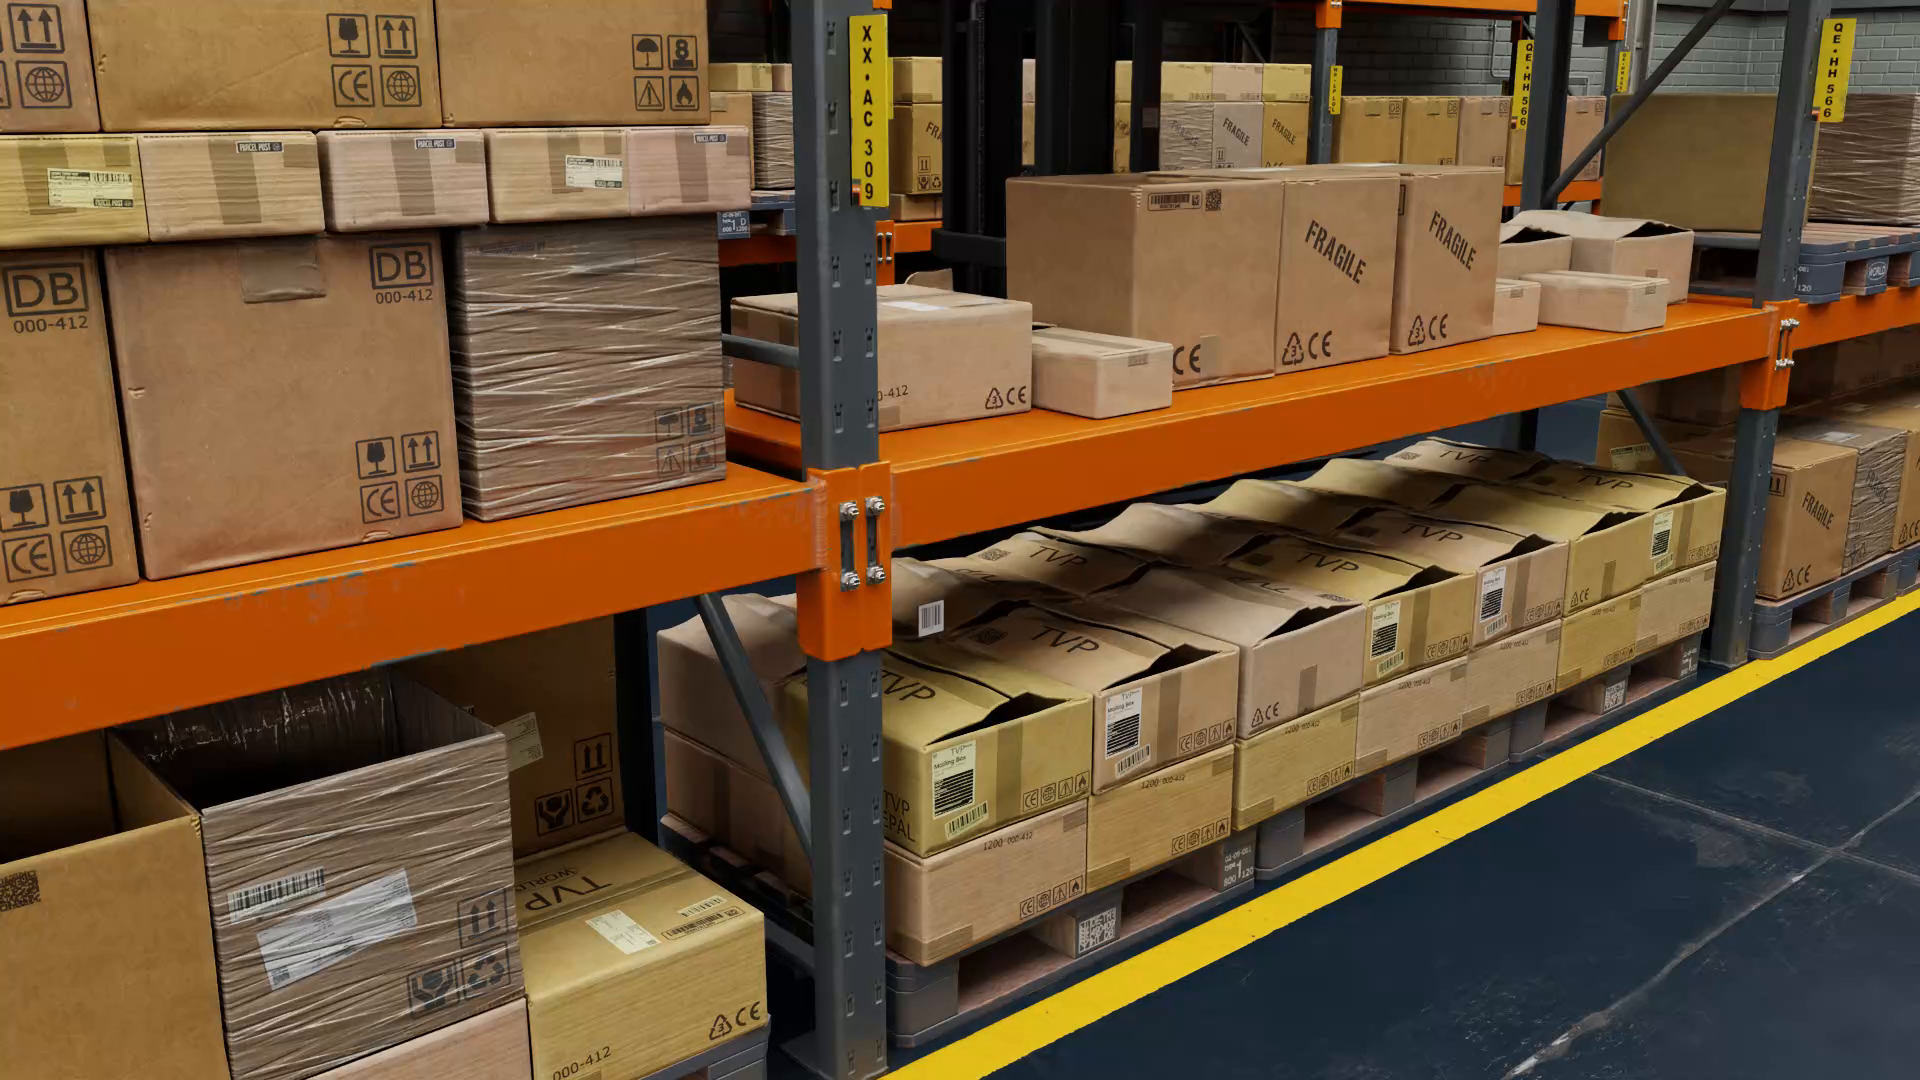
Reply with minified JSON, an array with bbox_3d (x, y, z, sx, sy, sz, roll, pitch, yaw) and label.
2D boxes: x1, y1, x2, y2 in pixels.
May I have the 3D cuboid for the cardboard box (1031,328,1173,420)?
[{"bbox_3d":[0.277,-0.395,3.903,0.250,0.149,0.380,-13,19,-39],"label":"cardboard box"}]

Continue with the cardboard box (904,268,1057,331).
[{"bbox_3d":[0.017,-0.526,4.167,0.258,0.266,0.396,-13,20,-41],"label":"cardboard box"}]

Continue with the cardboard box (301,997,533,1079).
[{"bbox_3d":[-1.116,0.923,2.995,0.500,0.250,0.500,-13,19,-39],"label":"cardboard box"}]

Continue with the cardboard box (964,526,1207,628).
[{"bbox_3d":[0.358,0.151,4.801,0.500,0.311,0.500,-13,20,-40],"label":"cardboard box"}]

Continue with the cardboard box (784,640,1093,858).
[{"bbox_3d":[-0.050,0.427,3.767,0.500,0.311,0.500,-13,19,-39],"label":"cardboard box"}]

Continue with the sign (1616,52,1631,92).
[{"bbox_3d":[5.618,-3.969,14.092,0.005,0.325,0.100,-13,19,-39],"label":"sign"}]

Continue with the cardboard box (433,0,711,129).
[{"bbox_3d":[-0.856,-1.005,2.992,0.500,0.500,0.700,-13,19,-39],"label":"cardboard box"}]

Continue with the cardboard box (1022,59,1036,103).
[{"bbox_3d":[0.154,-2.729,9.894,0.500,0.250,0.500,-13,20,-40],"label":"cardboard box"}]

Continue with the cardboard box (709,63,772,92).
[{"bbox_3d":[-1.236,-2.500,8.994,0.380,0.149,0.250,12,19,38],"label":"cardboard box"}]

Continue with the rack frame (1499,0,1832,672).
[{"bbox_3d":[2.492,-1.084,5.995,0.127,3.000,1.000,-13,19,-39],"label":"rack frame"}]

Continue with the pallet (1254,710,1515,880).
[{"bbox_3d":[0.925,0.601,5.091,1.213,0.211,1.003,-13,19,-39],"label":"pallet"}]

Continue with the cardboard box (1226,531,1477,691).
[{"bbox_3d":[1.109,0.166,4.743,0.500,0.311,0.500,-12,19,-38],"label":"cardboard box"}]

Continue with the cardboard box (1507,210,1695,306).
[{"bbox_3d":[2.189,-0.988,5.807,0.500,0.311,0.500,-11,19,-36],"label":"cardboard box"}]

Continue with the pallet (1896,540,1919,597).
[{"bbox_3d":[4.000,-0.061,7.570,1.213,0.211,1.003,-13,19,-39],"label":"pallet"}]

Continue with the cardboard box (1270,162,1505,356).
[{"bbox_3d":[1.237,-0.845,4.906,0.500,0.500,0.500,-14,20,-42],"label":"cardboard box"}]

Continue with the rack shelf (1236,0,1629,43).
[{"bbox_3d":[3.764,-4.166,13.114,4.000,0.370,1.077,-13,19,-39],"label":"rack shelf"}]

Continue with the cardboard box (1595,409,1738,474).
[{"bbox_3d":[3.043,-0.293,7.025,0.500,0.500,0.500,-12,19,-37],"label":"cardboard box"}]

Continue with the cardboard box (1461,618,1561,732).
[{"bbox_3d":[1.487,0.351,5.138,0.500,0.250,0.500,-12,19,-38],"label":"cardboard box"}]

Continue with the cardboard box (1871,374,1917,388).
[{"bbox_3d":[4.207,-0.556,8.010,0.500,0.500,0.500,-12,19,-39],"label":"cardboard box"}]

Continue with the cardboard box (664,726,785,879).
[{"bbox_3d":[-0.403,0.593,4.233,0.500,0.250,0.500,-13,20,-40],"label":"cardboard box"}]

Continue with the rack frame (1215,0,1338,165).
[{"bbox_3d":[2.255,-2.725,12.140,0.127,3.000,1.000,-13,19,-39],"label":"rack frame"}]

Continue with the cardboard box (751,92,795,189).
[{"bbox_3d":[-1.111,-2.227,9.228,0.700,0.500,0.500,13,20,40],"label":"cardboard box"}]

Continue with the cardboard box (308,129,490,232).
[{"bbox_3d":[-0.974,-0.594,2.709,0.250,0.149,0.380,-13,20,-41],"label":"cardboard box"}]

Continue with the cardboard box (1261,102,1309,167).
[{"bbox_3d":[2.072,-2.800,11.609,0.500,0.500,0.500,-13,20,-40],"label":"cardboard box"}]

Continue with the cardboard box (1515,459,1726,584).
[{"bbox_3d":[2.258,-0.092,5.711,0.500,0.311,0.500,-12,19,-38],"label":"cardboard box"}]

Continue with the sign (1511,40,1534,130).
[{"bbox_3d":[2.129,-1.709,6.245,0.005,0.325,0.100,-13,19,-39],"label":"sign"}]

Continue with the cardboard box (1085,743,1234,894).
[{"bbox_3d":[0.328,0.613,4.157,0.500,0.250,0.500,-12,19,-38],"label":"cardboard box"}]

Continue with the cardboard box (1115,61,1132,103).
[{"bbox_3d":[0.910,-2.903,10.542,0.500,0.250,0.500,-13,20,-40],"label":"cardboard box"}]

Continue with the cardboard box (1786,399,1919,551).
[{"bbox_3d":[3.796,-0.284,6.991,0.500,0.500,0.500,-13,20,-40],"label":"cardboard box"}]

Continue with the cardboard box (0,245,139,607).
[{"bbox_3d":[-1.631,-0.203,2.504,0.500,0.500,0.700,-12,19,-39],"label":"cardboard box"}]

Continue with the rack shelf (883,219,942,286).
[{"bbox_3d":[0.746,-2.039,10.964,4.000,0.370,1.077,-13,19,-39],"label":"rack shelf"}]

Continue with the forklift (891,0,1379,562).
[{"bbox_3d":[0.729,-1.525,7.781,3.031,2.935,1.130,-10,18,-32],"label":"forklift"}]

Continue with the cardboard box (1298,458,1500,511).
[{"bbox_3d":[1.513,-0.107,5.766,0.500,0.311,0.500,-13,20,-41],"label":"cardboard box"}]

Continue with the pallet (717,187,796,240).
[{"bbox_3d":[-1.230,-1.813,9.098,1.003,0.211,1.213,-13,19,-39],"label":"pallet"}]

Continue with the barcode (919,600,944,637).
[{"bbox_3d":[-0.060,0.163,3.458,0.075,0.075,0.001,-13,19,-39],"label":"barcode"}]

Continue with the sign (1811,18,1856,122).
[{"bbox_3d":[2.859,-1.536,5.443,0.005,0.325,0.100,-13,19,-39],"label":"sign"}]

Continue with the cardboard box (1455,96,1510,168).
[{"bbox_3d":[3.771,-3.207,13.361,0.700,0.700,0.980,-14,20,-42],"label":"cardboard box"}]

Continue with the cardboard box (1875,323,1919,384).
[{"bbox_3d":[4.230,-0.925,7.937,0.500,0.250,0.500,-13,19,-39],"label":"cardboard box"}]

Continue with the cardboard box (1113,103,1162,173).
[{"bbox_3d":[0.936,-2.542,10.646,0.500,0.500,0.500,-12,19,-38],"label":"cardboard box"}]

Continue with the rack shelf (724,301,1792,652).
[{"bbox_3d":[0.983,-0.397,4.819,4.000,0.370,1.077,-13,19,-39],"label":"rack shelf"}]

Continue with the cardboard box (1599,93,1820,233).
[{"bbox_3d":[2.893,-1.464,6.409,0.700,0.500,0.500,8,17,28],"label":"cardboard box"}]

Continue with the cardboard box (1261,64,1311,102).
[{"bbox_3d":[2.070,-3.160,11.506,0.500,0.250,0.500,-12,19,-38],"label":"cardboard box"}]

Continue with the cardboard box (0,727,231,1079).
[{"bbox_3d":[-1.492,0.646,2.580,0.500,0.500,0.500,-13,19,-39],"label":"cardboard box"}]
